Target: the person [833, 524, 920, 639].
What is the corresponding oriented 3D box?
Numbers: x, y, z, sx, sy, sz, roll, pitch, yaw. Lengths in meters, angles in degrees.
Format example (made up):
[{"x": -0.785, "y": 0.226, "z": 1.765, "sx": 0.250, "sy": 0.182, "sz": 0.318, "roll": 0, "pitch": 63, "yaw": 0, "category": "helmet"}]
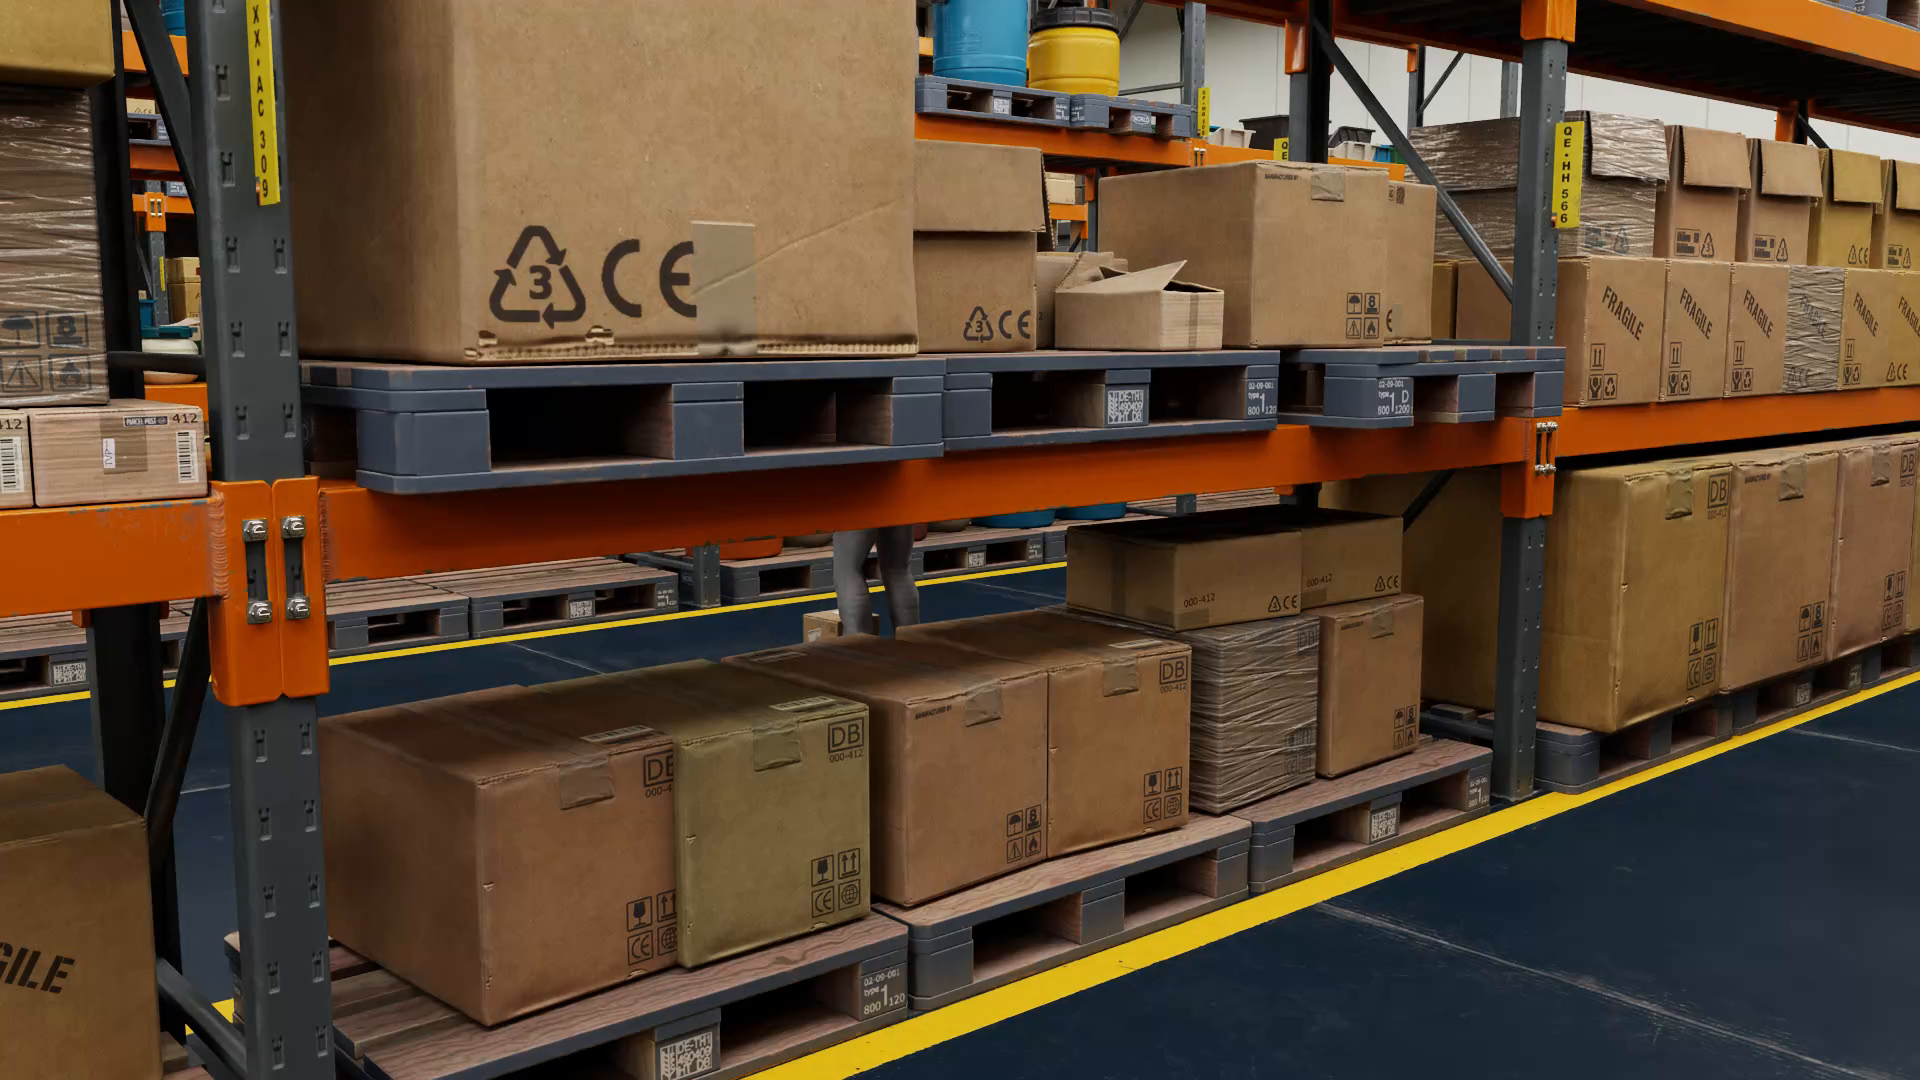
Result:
[{"x": -0.396, "y": -0.213, "z": 7.390, "sx": 0.530, "sy": 1.663, "sz": 0.419, "roll": -7, "pitch": 10, "yaw": -43, "category": "person"}]
